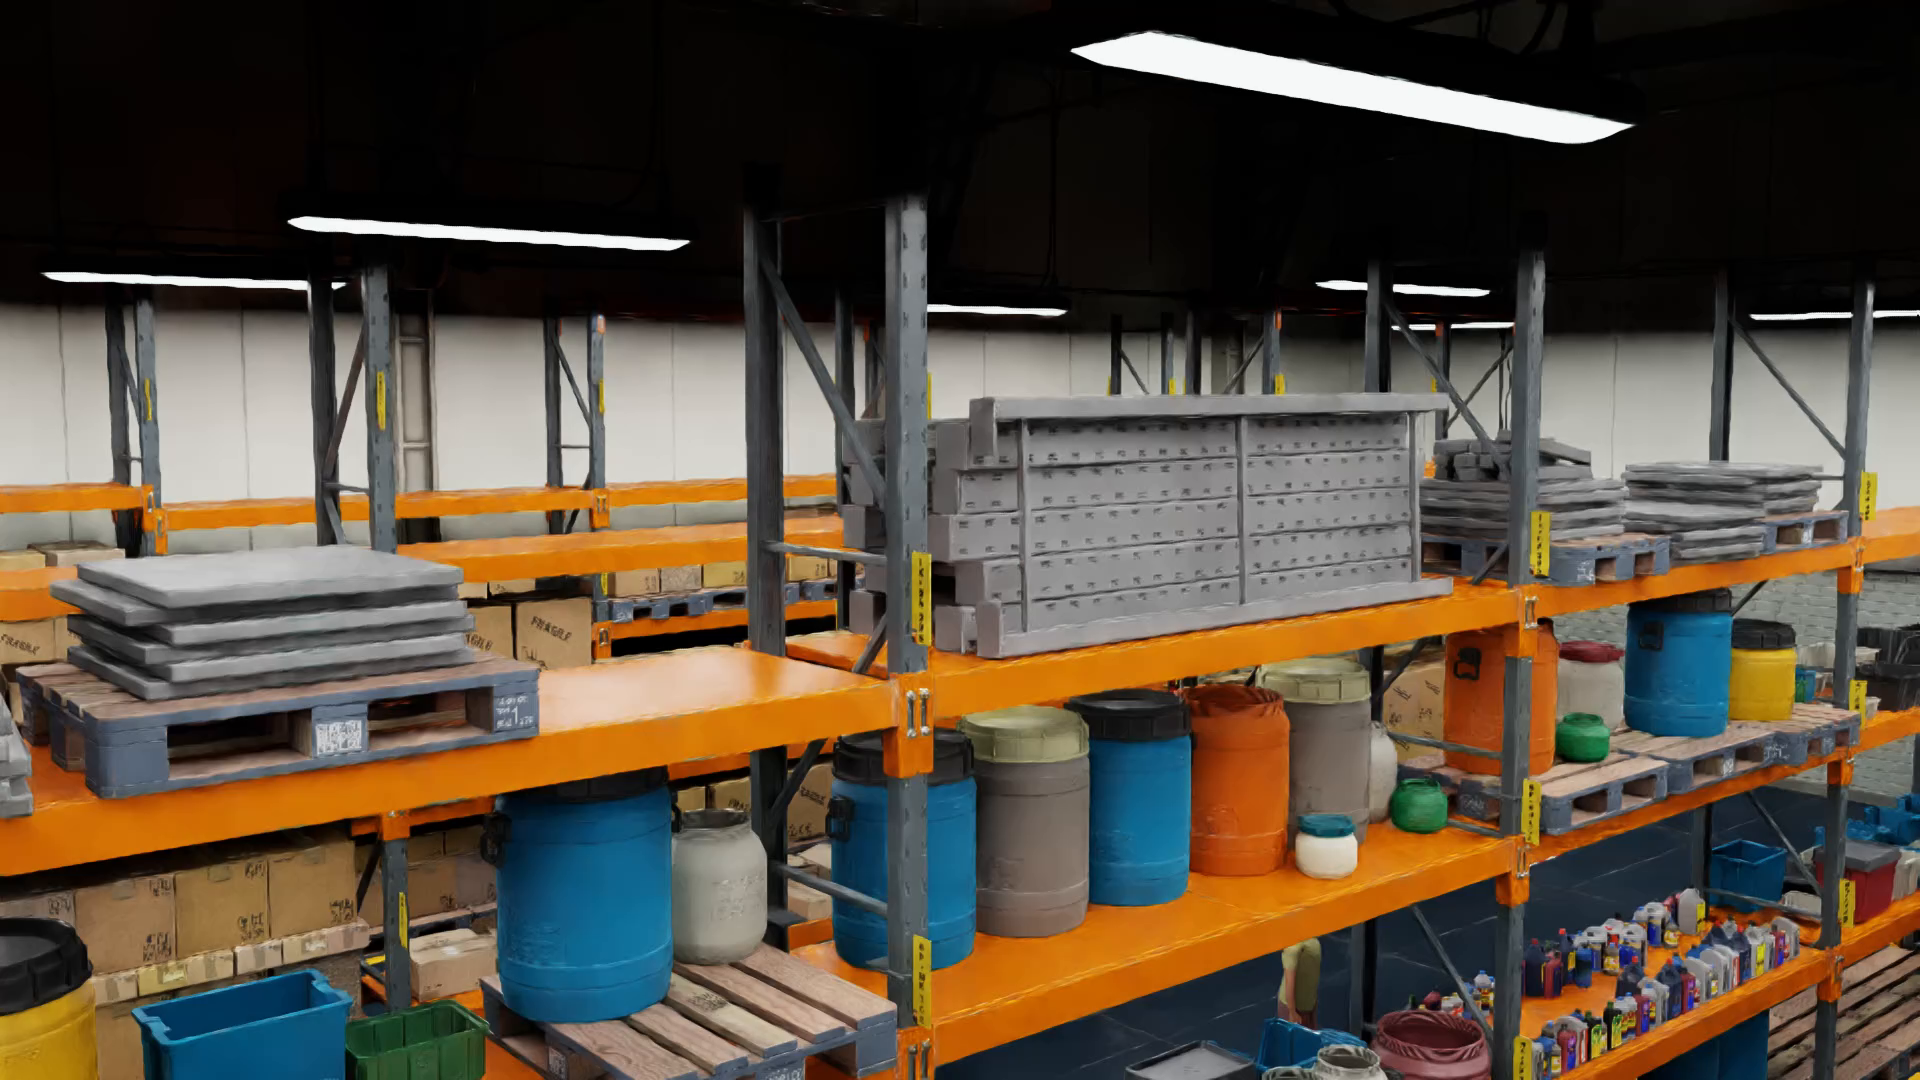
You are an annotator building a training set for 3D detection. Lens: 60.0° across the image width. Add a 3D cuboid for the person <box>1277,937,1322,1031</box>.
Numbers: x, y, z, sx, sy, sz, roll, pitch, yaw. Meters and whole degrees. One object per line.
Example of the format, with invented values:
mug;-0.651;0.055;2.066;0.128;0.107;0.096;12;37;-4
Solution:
person;2.381;3.216;11.484;0.441;1.675;0.498;2;6;21
